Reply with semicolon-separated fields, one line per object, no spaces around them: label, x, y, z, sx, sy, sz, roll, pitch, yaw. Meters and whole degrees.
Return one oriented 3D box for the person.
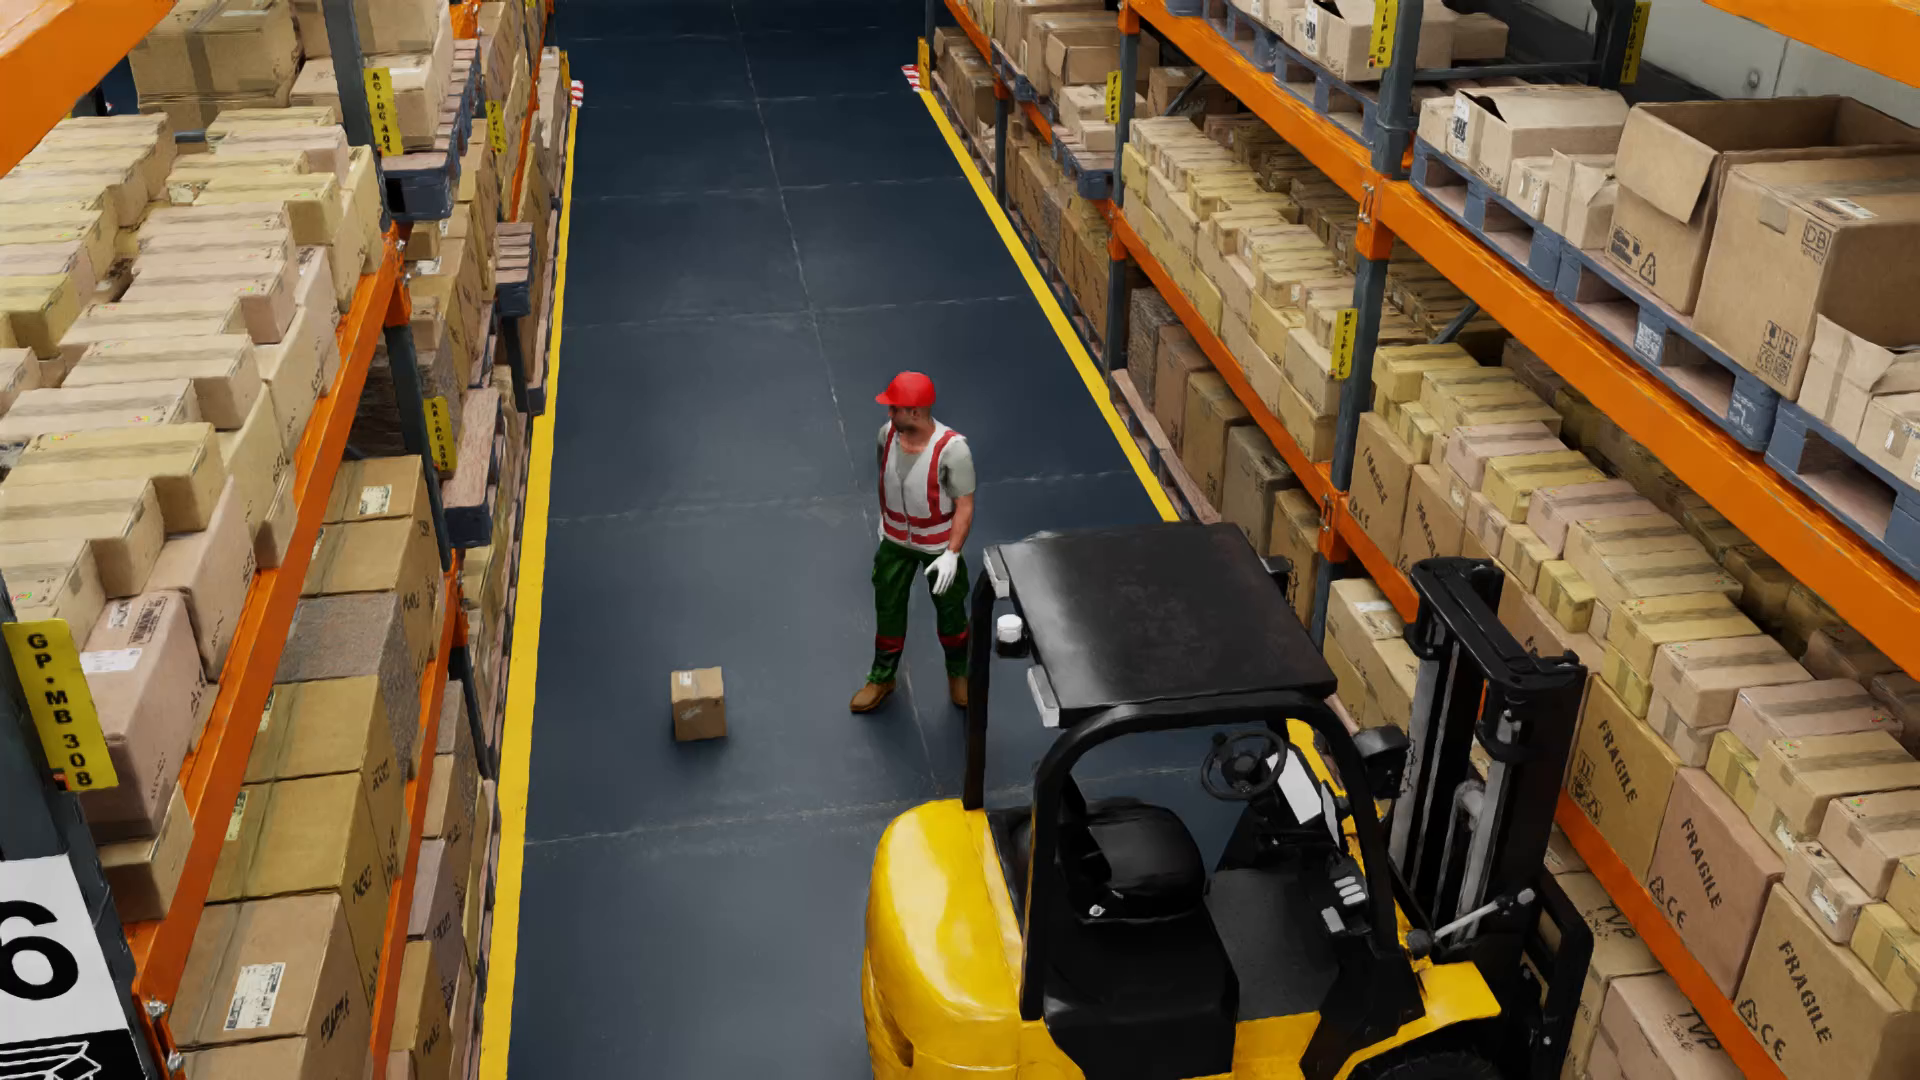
person;-0.201;0.027;8.027;0.596;1.794;0.528;14;33;22
